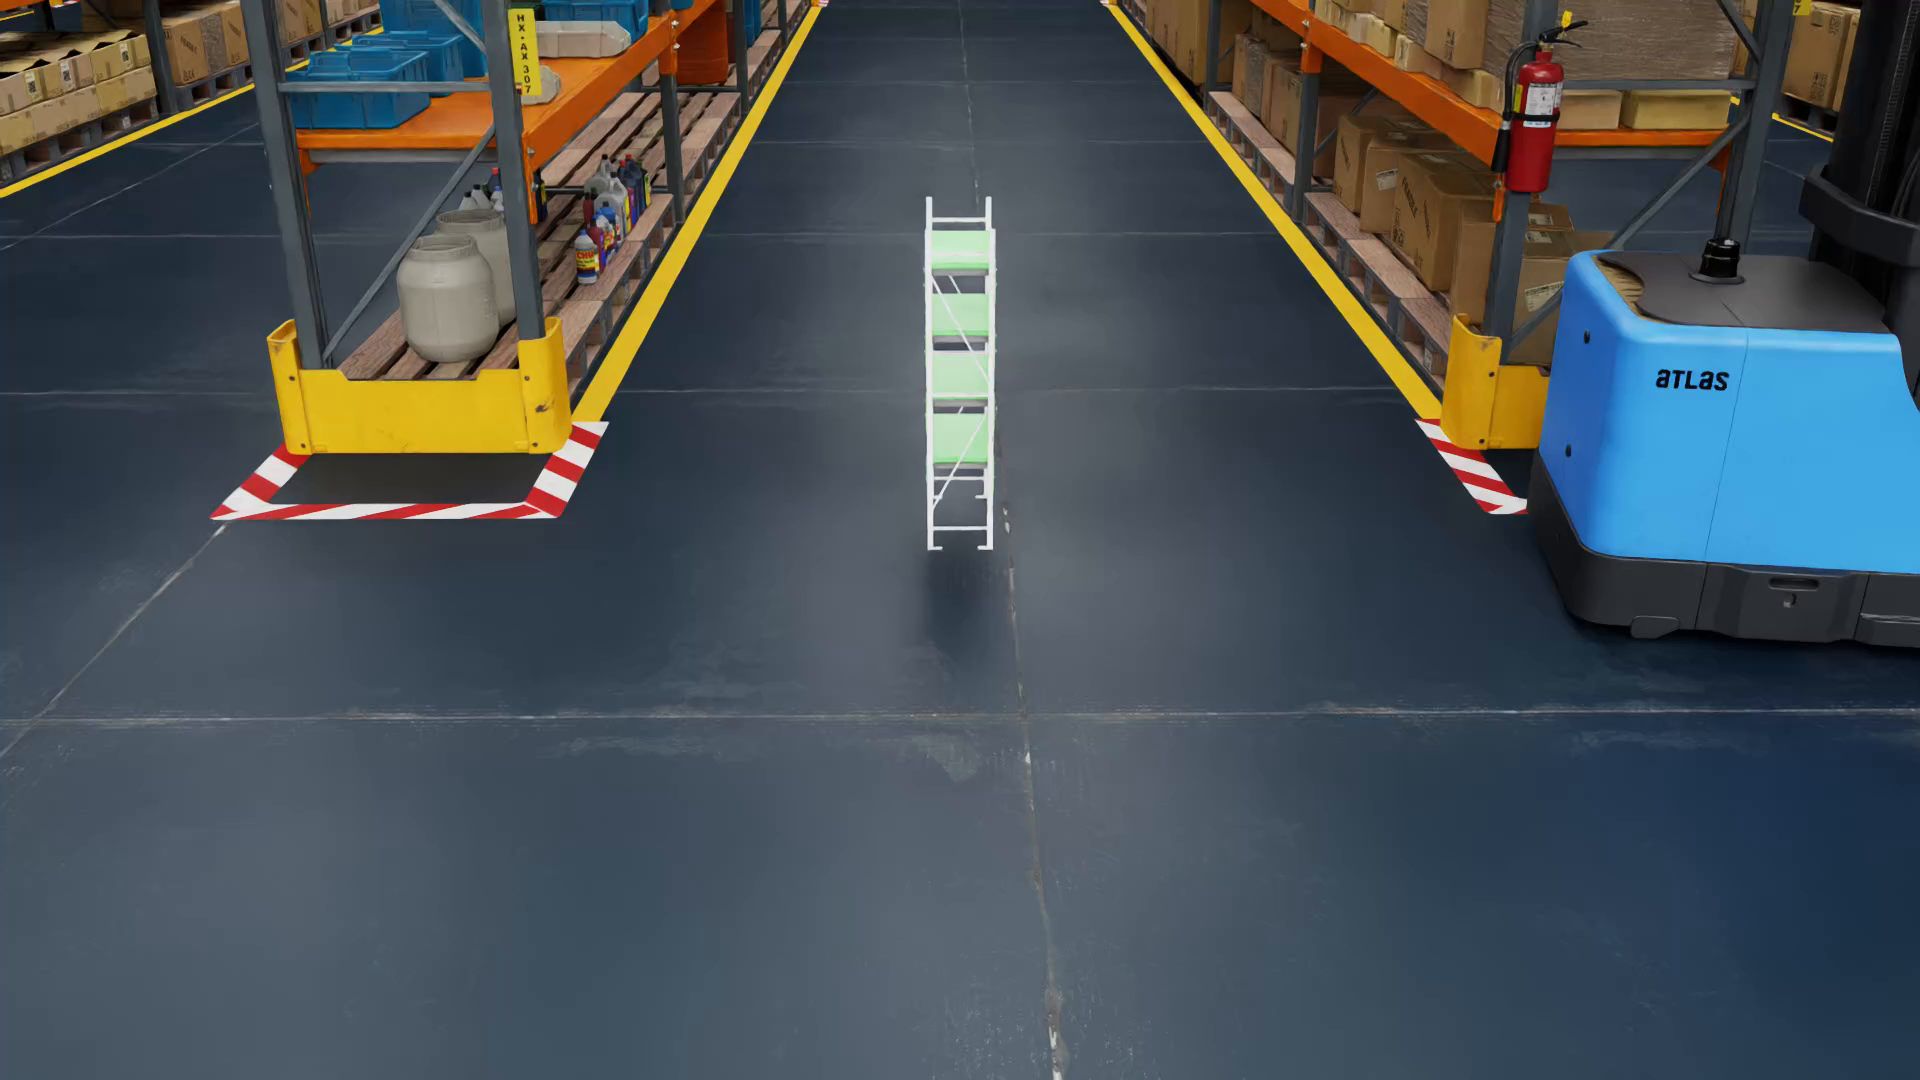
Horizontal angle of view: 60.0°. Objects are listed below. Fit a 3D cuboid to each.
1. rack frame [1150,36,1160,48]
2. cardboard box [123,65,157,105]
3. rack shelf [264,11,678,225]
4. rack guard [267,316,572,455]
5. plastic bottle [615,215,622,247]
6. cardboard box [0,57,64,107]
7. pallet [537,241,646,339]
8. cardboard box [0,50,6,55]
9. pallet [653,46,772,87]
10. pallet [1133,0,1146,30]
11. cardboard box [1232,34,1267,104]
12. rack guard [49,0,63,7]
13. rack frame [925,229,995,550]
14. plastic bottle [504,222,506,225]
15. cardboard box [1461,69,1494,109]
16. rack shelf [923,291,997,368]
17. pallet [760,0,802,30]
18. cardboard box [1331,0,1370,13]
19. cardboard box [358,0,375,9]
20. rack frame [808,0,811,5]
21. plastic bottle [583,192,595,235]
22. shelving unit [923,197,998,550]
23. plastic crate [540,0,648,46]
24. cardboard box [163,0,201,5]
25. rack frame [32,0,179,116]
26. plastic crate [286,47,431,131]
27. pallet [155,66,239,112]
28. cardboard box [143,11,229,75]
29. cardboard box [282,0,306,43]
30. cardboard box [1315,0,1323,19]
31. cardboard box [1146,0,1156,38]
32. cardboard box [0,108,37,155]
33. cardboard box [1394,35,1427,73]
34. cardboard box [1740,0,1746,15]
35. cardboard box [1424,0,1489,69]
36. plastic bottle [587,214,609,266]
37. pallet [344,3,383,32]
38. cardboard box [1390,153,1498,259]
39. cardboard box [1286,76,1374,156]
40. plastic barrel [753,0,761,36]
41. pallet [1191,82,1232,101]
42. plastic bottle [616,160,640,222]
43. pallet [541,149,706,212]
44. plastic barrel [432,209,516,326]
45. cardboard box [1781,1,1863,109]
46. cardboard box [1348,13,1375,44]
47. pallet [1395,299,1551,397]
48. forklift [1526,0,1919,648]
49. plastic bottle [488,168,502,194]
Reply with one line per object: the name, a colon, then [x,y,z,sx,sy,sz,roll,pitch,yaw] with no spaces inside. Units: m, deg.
rack frame: [2.579,-6.738,17.508,1.000,3.000,0.127,0,24,-1]
cardboard box: [-7.034,-3.770,13.772,0.500,0.250,0.500,0,24,1]
rack shelf: [-2.265,-2.267,8.496,1.077,0.370,4.000,0,24,-1]
rack guard: [-2.291,-0.663,7.110,1.175,0.500,0.348,0,24,-1]
plastic bottle: [-1.959,-1.753,9.348,0.097,0.201,0.097,0,24,0]
cardboard box: [-7.013,-3.397,12.269,0.500,0.311,0.500,0,24,1]
pallet: [-2.305,-1.368,9.018,1.003,0.211,1.213,0,24,-1]
cardboard box: [-7.554,-3.597,12.710,0.500,0.311,0.500,-1,24,-2]
pallet: [-2.391,-4.623,16.216,1.003,0.211,1.213,0,24,-1]
pallet: [2.633,-6.285,19.891,1.003,0.211,1.213,0,24,-1]
cardboard box: [2.650,-3.875,13.678,0.700,0.500,0.500,-2,24,-3]
rack guard: [-12.324,-7.190,21.542,1.175,0.500,0.348,0,24,-1]
rack frame: [0.001,-0.514,5.931,0.240,1.200,0.015,0,24,-1]
plastic bottle: [-2.564,-1.699,9.229,0.097,0.201,0.097,0,24,0]
cardboard box: [2.444,-2.001,7.339,0.380,0.149,0.250,0,24,-1]
rack shelf: [-0.002,-0.775,6.081,0.258,0.148,0.480,0,24,-1]
pallet: [-2.437,-6.252,19.817,1.003,0.211,1.213,0,24,-1]
cardboard box: [2.580,-3.231,9.271,0.875,0.500,0.500,0,24,-1]
cardboard box: [-7.352,-6.532,19.548,0.797,0.503,0.637,0,24,-1]
rack frame: [-2.417,-8.364,21.103,1.000,3.000,0.127,0,24,-1]
plastic bottle: [-2.094,-1.838,9.437,0.061,0.283,0.133,0,24,-1]
shelving unit: [-0.002,-0.615,6.154,0.258,1.200,0.503,0,24,-1]
plastic crate: [-2.003,-2.897,9.195,0.499,0.251,0.616,0,24,-1]
cardboard box: [-7.545,-4.922,15.992,0.500,0.500,0.500,-1,24,-3]
rack frame: [-7.283,-5.047,13.769,1.000,3.000,0.127,0,24,-1]
plastic crate: [-2.548,-1.908,7.009,0.499,0.251,0.616,0,24,-1]
pallet: [-7.254,-4.084,15.024,1.003,0.211,1.213,0,24,-1]
cardboard box: [-7.014,-4.513,15.088,0.500,0.500,0.500,-1,24,-2]
cardboard box: [-7.038,-5.351,16.940,0.500,0.500,0.500,0,24,0]
cardboard box: [2.368,-3.237,10.072,0.380,0.149,0.250,0,24,-1]
cardboard box: [2.606,-5.698,17.277,1.225,0.875,0.875,0,24,0]
cardboard box: [-7.009,-2.928,11.912,0.500,0.250,0.500,-1,24,-2]
cardboard box: [2.379,-2.413,8.250,0.380,0.149,0.250,0,24,-1]
cardboard box: [7.297,-4.953,15.176,0.500,0.250,0.500,0,24,0]
cardboard box: [2.606,-2.407,7.449,0.875,0.500,0.500,0,24,-1]
plastic bottle: [-1.955,-1.618,8.965,0.097,0.271,0.097,0,24,0]
pallet: [-7.350,-6.211,19.728,1.003,0.211,1.213,0,24,-1]
cardboard box: [2.730,-1.837,9.197,0.500,0.500,0.500,-2,24,-5]
cardboard box: [2.695,-2.953,11.638,0.700,0.500,0.500,0,24,-1]
plastic barrel: [-2.385,-5.727,17.309,0.600,0.901,0.708,0,24,-1]
pallet: [2.689,-4.144,15.157,1.003,0.211,1.213,0,24,-1]
plastic bottle: [-1.989,-2.070,9.867,0.144,0.351,0.185,-1,24,-3]
pallet: [-2.334,-2.472,11.460,1.003,0.211,1.213,0,24,-1]
plastic barrel: [-2.332,-1.306,8.007,0.421,0.512,0.421,0,24,0]
cardboard box: [7.500,-3.985,13.642,1.050,0.750,0.750,-1,24,-1]
cardboard box: [2.362,-2.825,9.161,0.380,0.149,0.250,0,24,-1]
pallet: [2.735,-0.889,7.959,1.003,0.211,1.213,0,24,-1]
forklift: [3.594,-1.123,5.177,3.031,2.935,1.130,3,25,7]
plastic bottle: [-2.691,-2.001,9.714,0.144,0.351,0.185,-1,24,-3]
